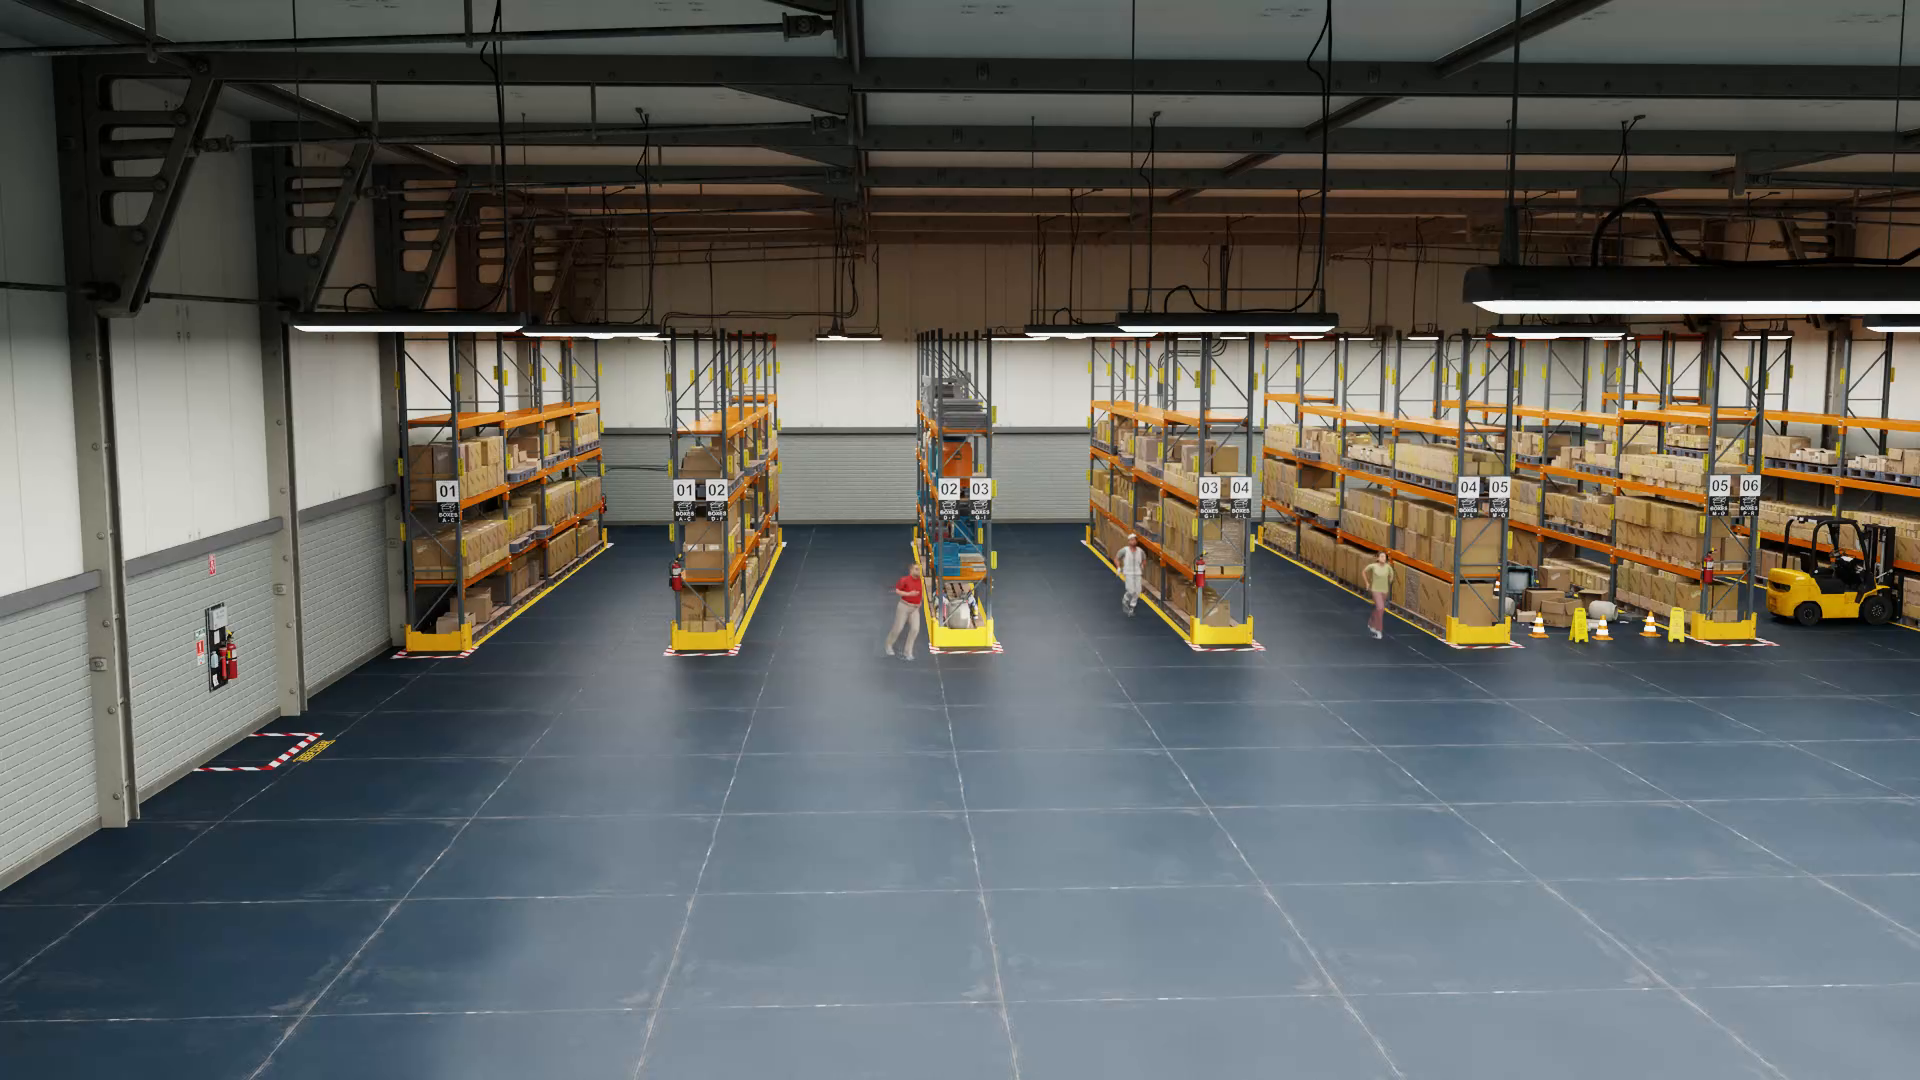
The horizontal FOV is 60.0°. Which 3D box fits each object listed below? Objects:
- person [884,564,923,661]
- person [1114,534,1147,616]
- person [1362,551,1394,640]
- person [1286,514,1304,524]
[{"bbox_3d":[-0.925,1.300,30.473,0.680,1.744,0.845,-4,8,-33],"label":"person"},{"bbox_3d":[3.592,0.742,34.522,0.645,1.738,0.611,-2,7,-13],"label":"person"},{"bbox_3d":[8.231,1.047,32.639,0.559,1.702,0.778,-2,7,-14],"label":"person"},{"bbox_3d":[9.964,-0.898,49.145,0.783,1.714,0.614,0,7,0],"label":"person"}]
